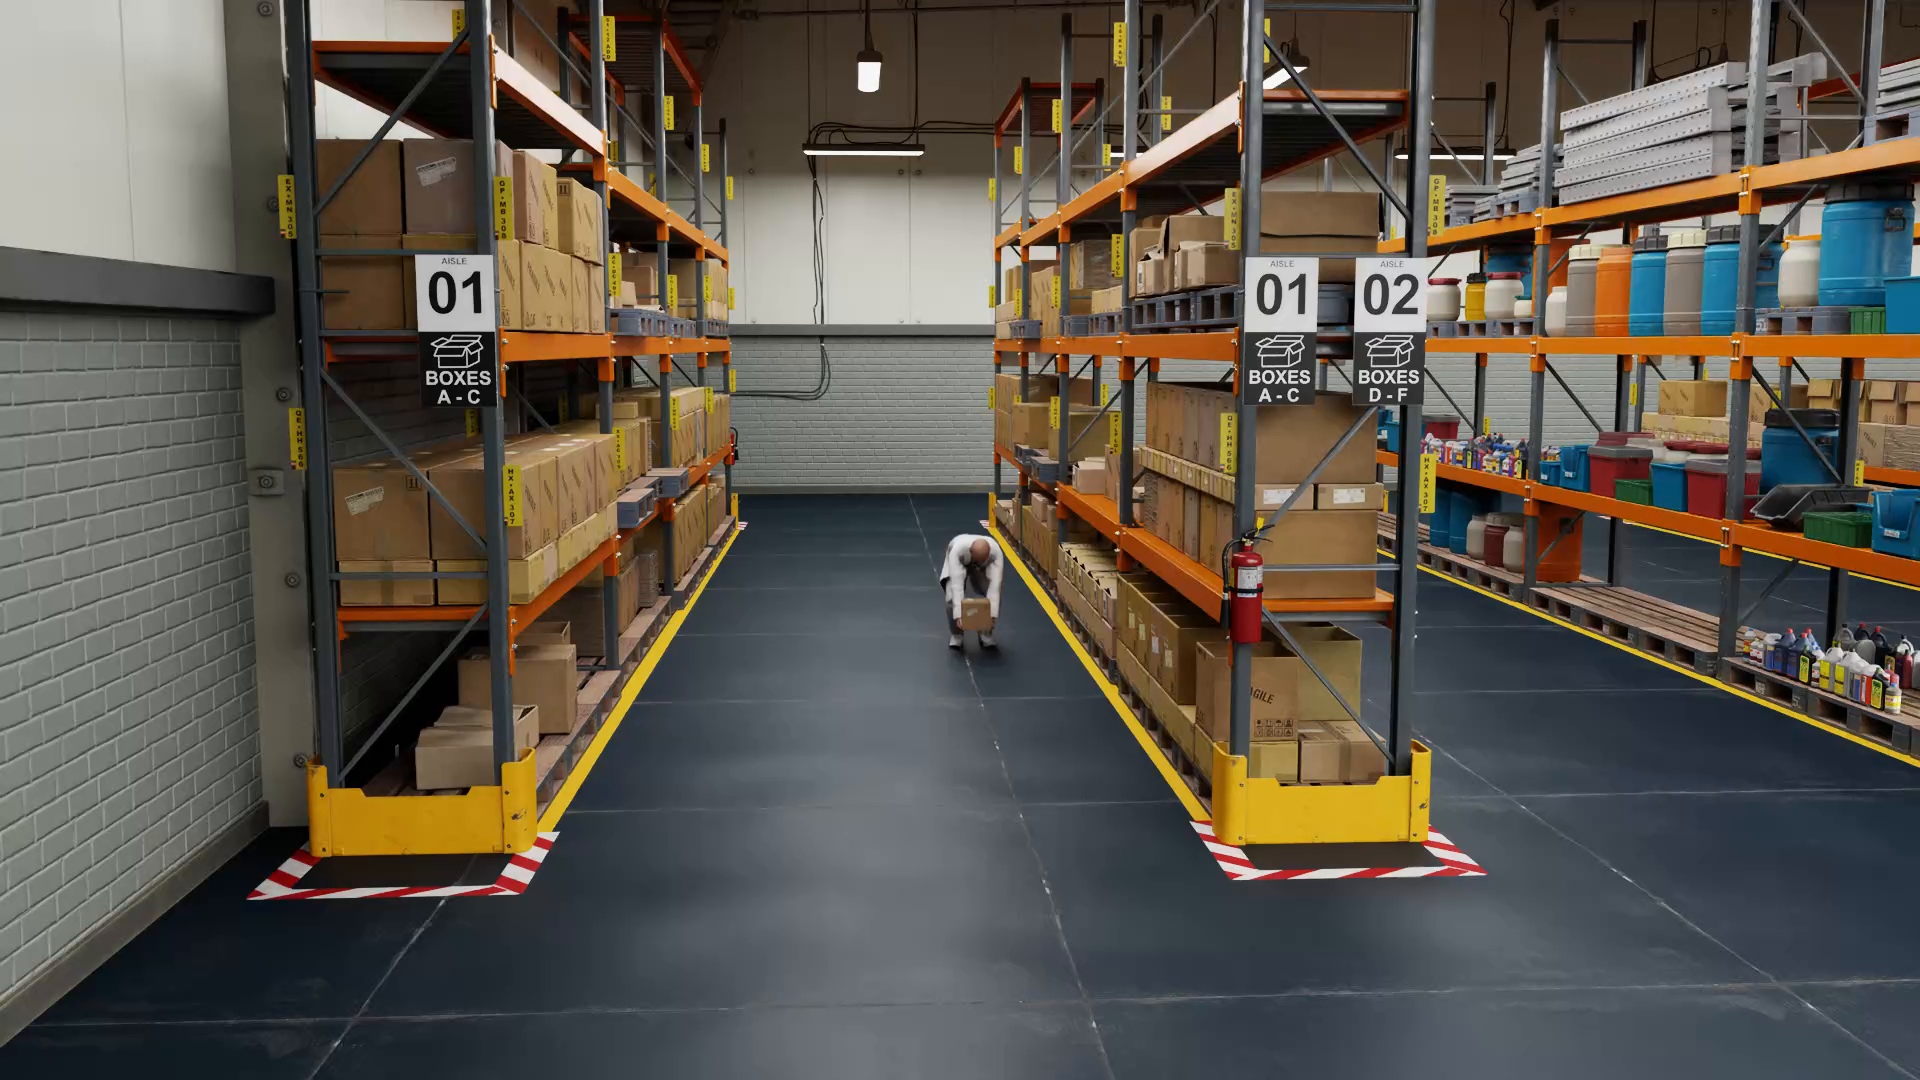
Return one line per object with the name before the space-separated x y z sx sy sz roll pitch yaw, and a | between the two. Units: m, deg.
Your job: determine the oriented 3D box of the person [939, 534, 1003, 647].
person | 0.119 0.460 15.008 0.593 1.048 0.942 -1 7 -6
